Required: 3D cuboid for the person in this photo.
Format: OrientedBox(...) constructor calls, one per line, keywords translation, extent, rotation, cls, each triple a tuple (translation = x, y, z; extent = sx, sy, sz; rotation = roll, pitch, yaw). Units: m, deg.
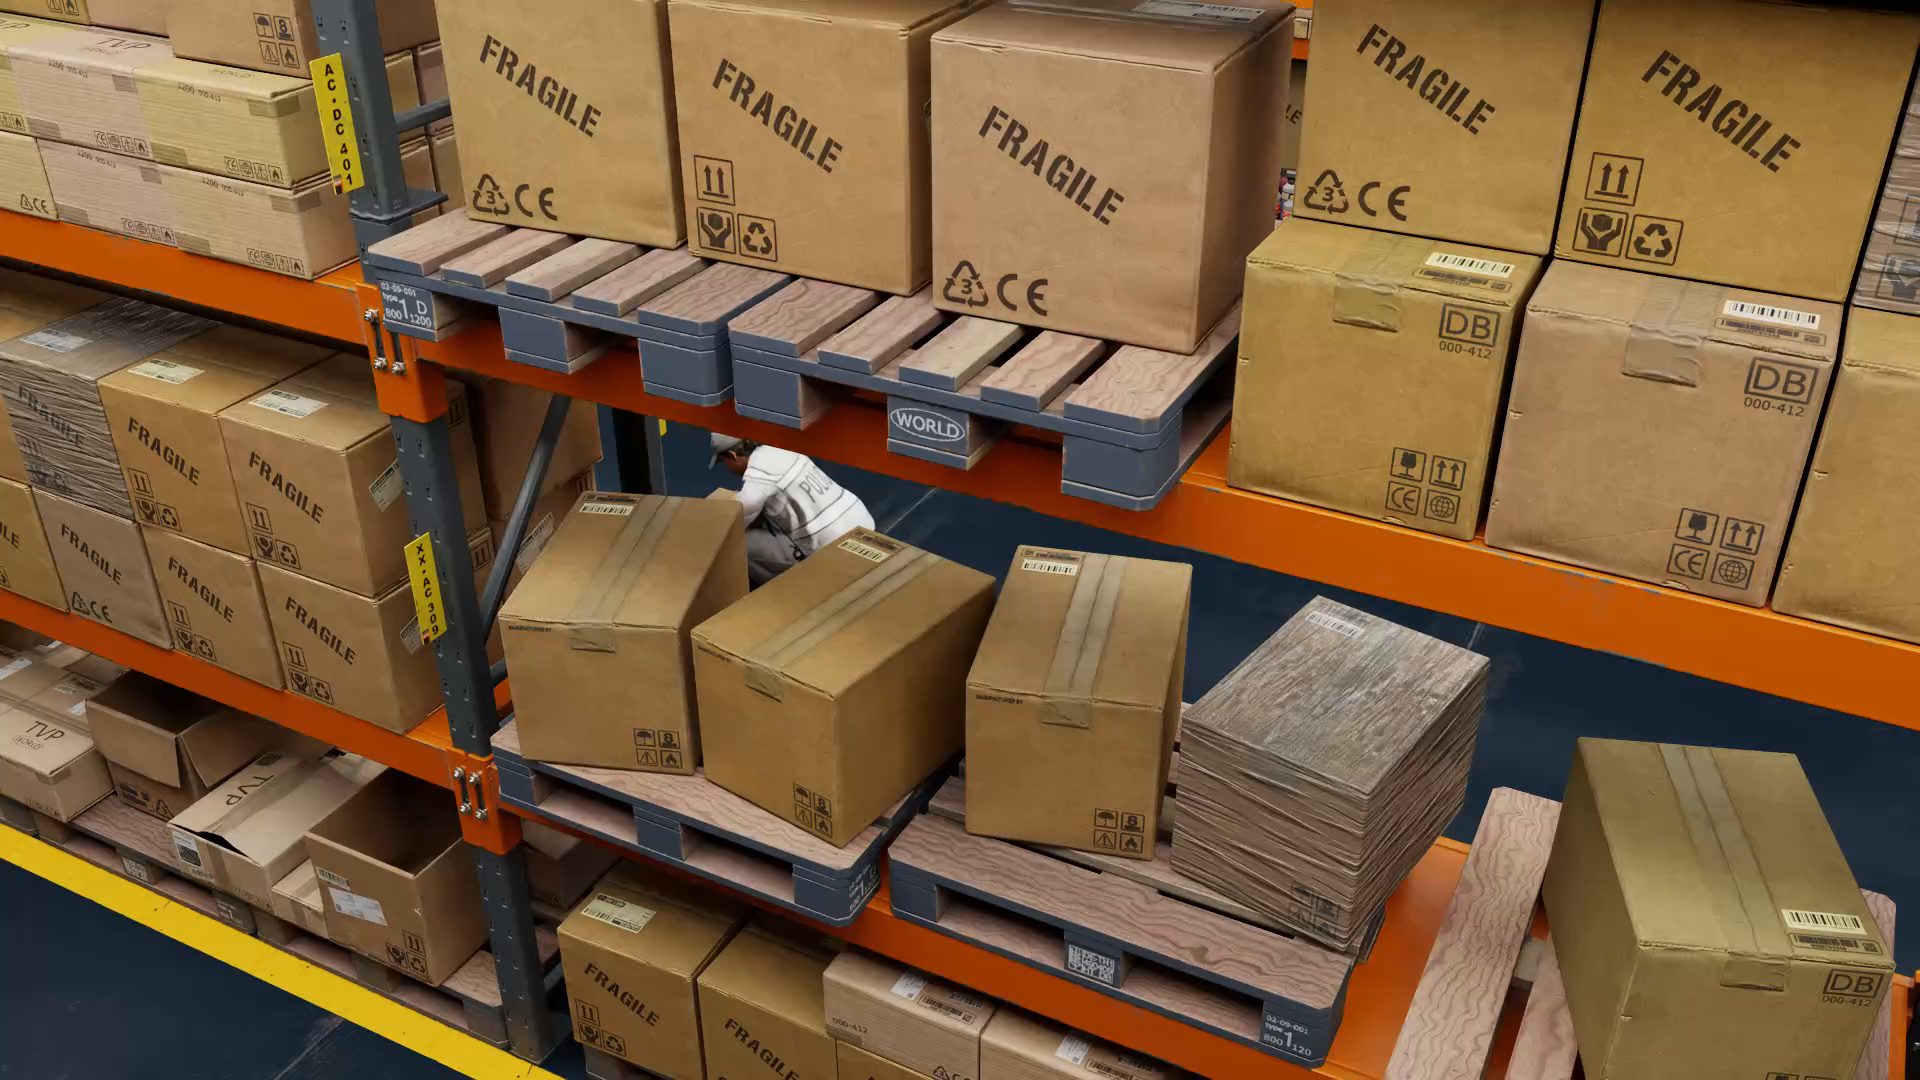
OrientedBox(translation=(-0.842, -0.113, 8.059), extent=(0.846, 0.937, 0.516), rotation=(15, 33, 23), cls="person")
